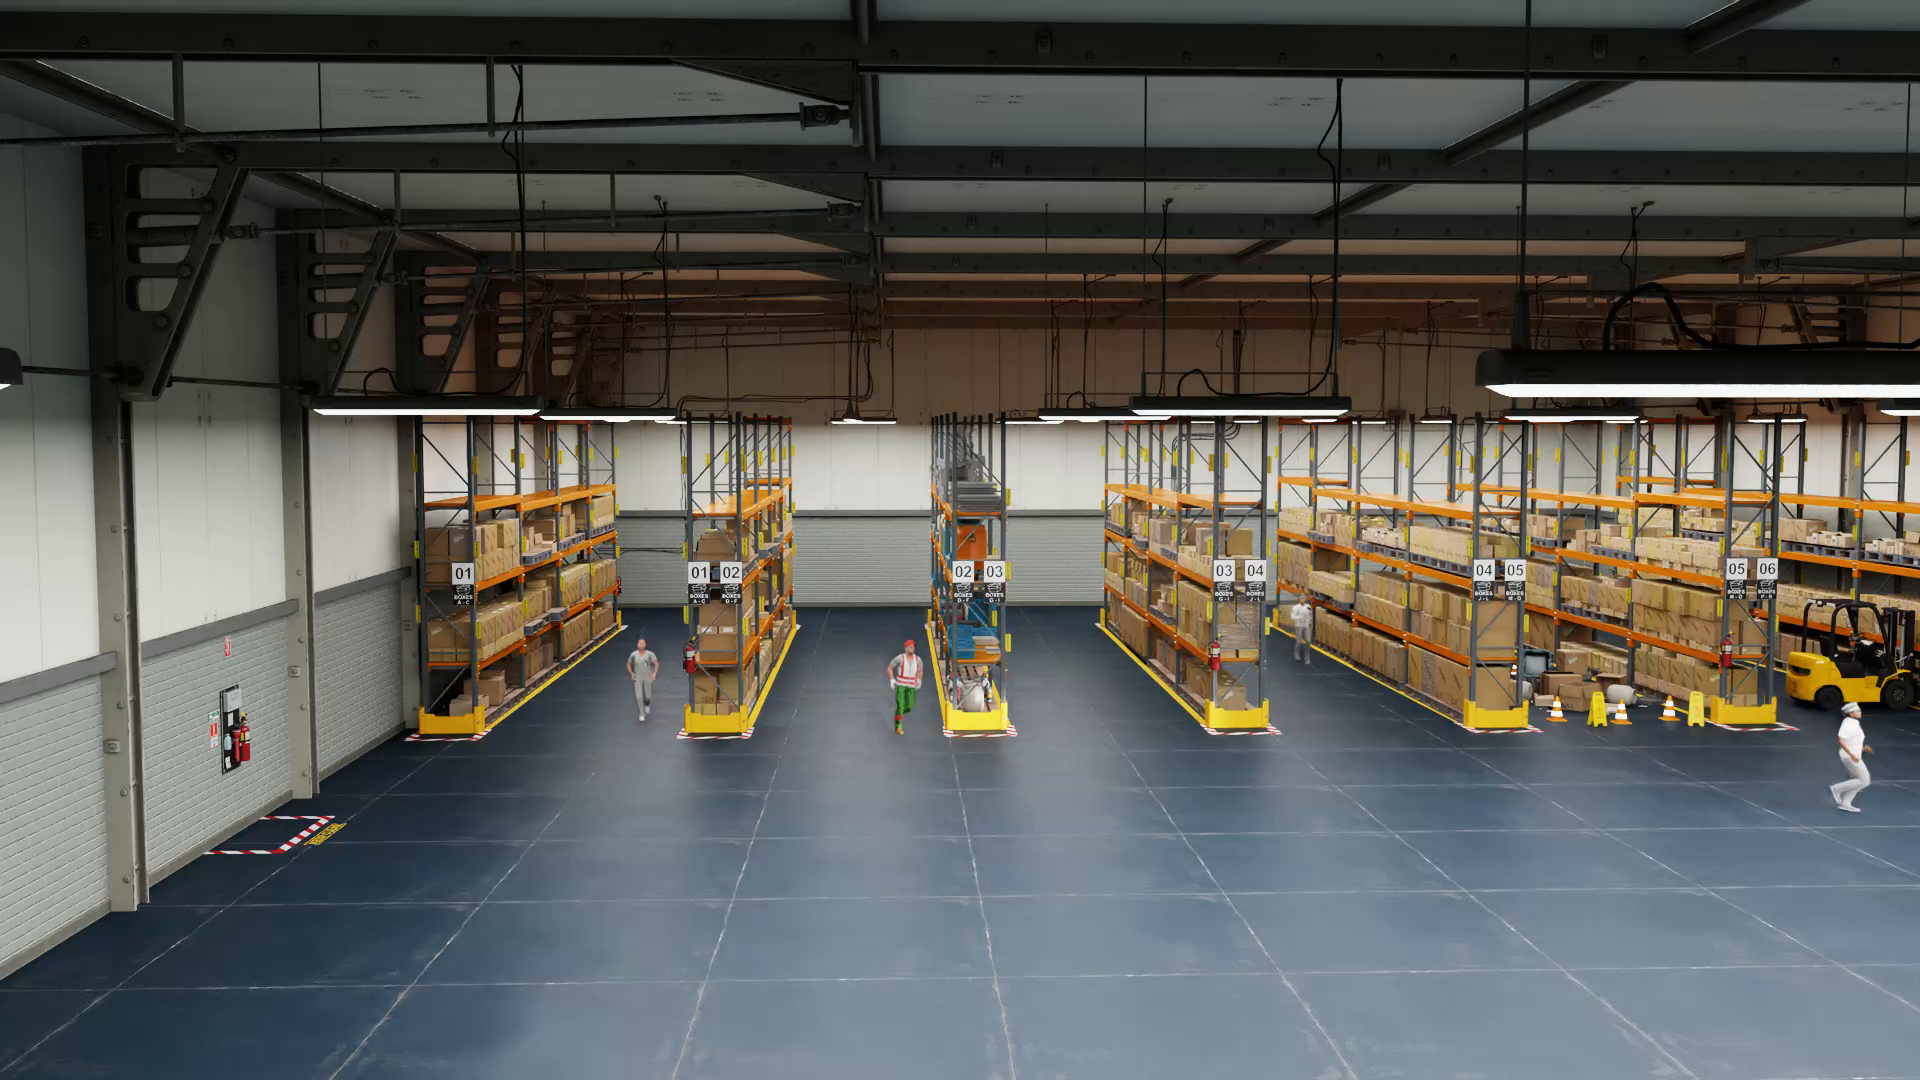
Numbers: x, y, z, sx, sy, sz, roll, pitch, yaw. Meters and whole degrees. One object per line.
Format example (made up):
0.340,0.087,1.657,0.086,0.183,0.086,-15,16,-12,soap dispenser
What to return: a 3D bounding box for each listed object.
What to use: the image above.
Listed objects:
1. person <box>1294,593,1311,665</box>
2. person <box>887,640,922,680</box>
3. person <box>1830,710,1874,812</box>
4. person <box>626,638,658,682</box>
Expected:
8.267,2.142,40.259,0.381,1.753,0.744,0,4,-5,person
-1.008,2.277,31.222,0.703,0.798,0.280,-1,4,-20,person
13.273,3.240,24.729,0.558,1.612,0.574,2,4,29,person
-6.178,2.321,32.309,0.609,0.850,0.400,-1,4,-9,person
